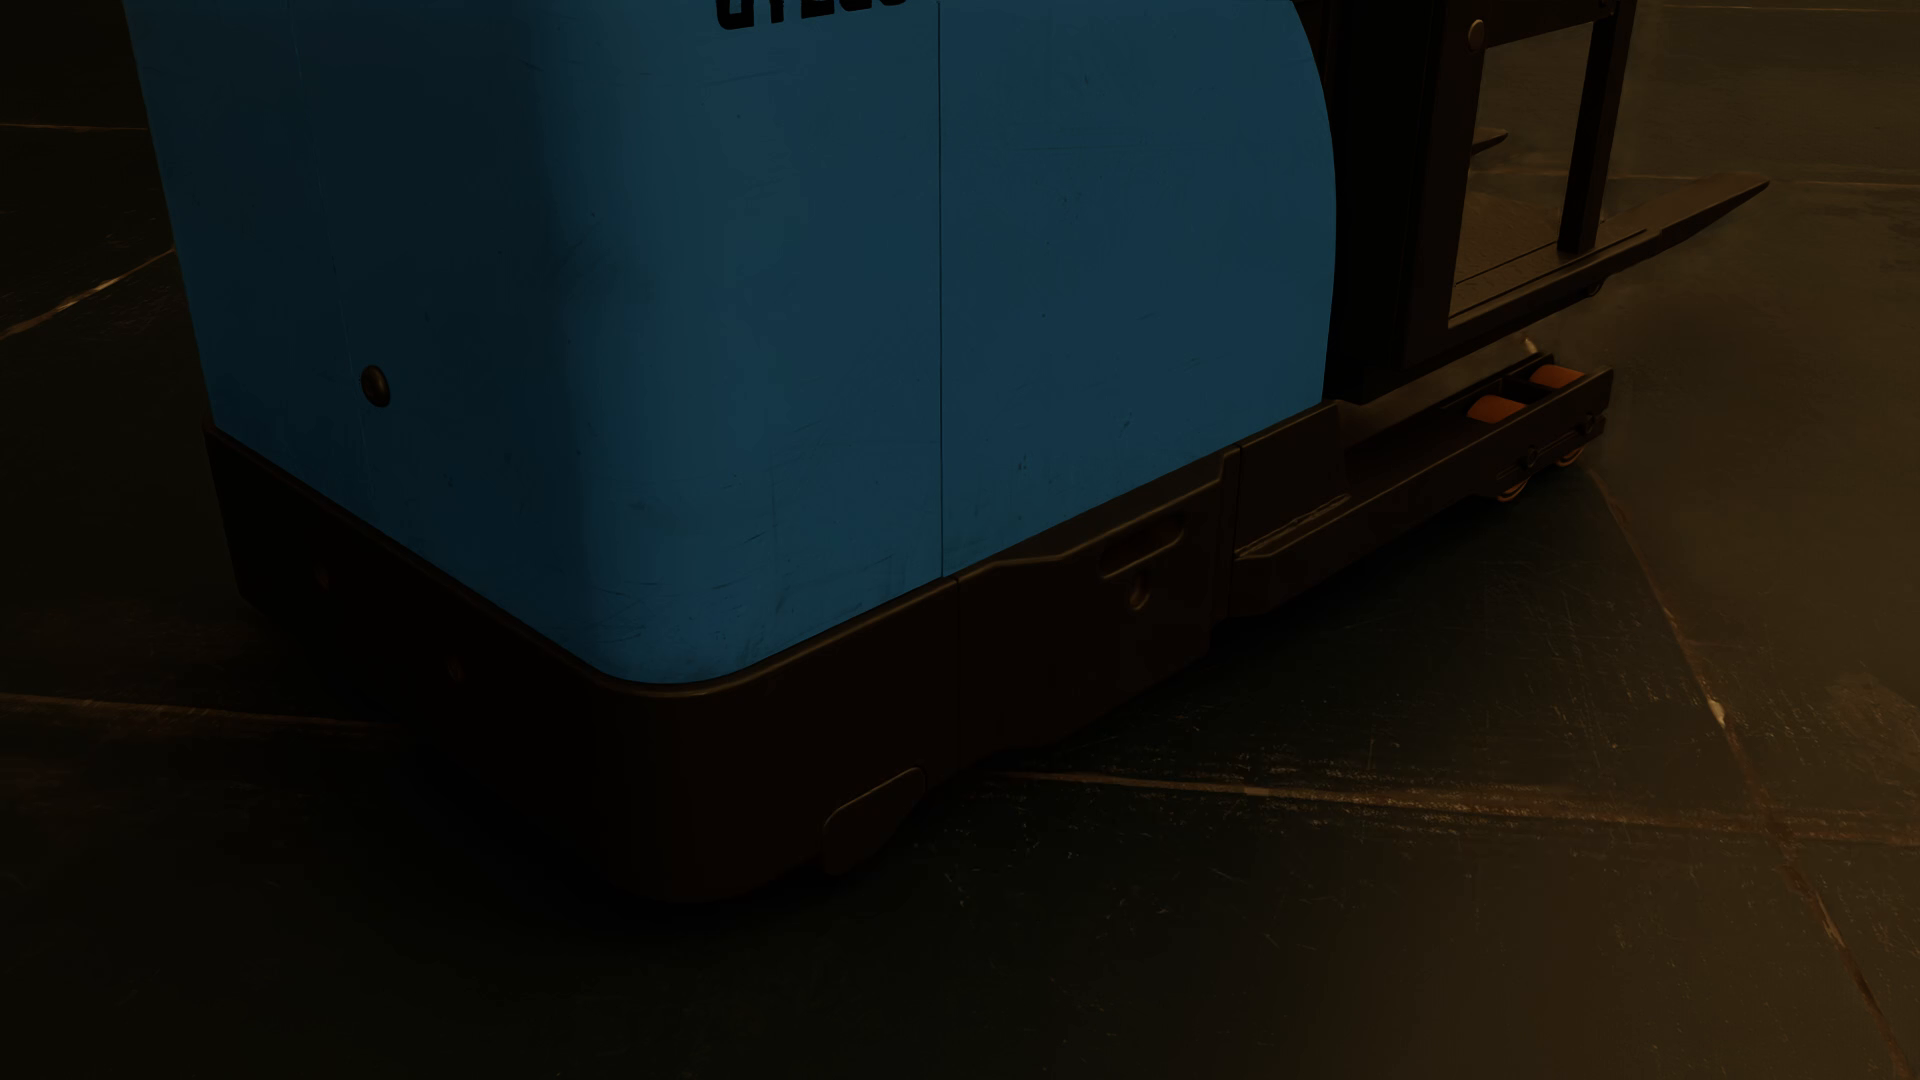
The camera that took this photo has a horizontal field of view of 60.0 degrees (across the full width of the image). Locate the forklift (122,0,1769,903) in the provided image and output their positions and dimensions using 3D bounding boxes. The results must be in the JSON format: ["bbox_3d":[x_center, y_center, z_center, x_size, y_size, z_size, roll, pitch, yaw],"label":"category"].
[{"bbox_3d":[0.427,-1.515,2.255,1.130,2.935,3.031,24,35,39],"label":"forklift"}]
